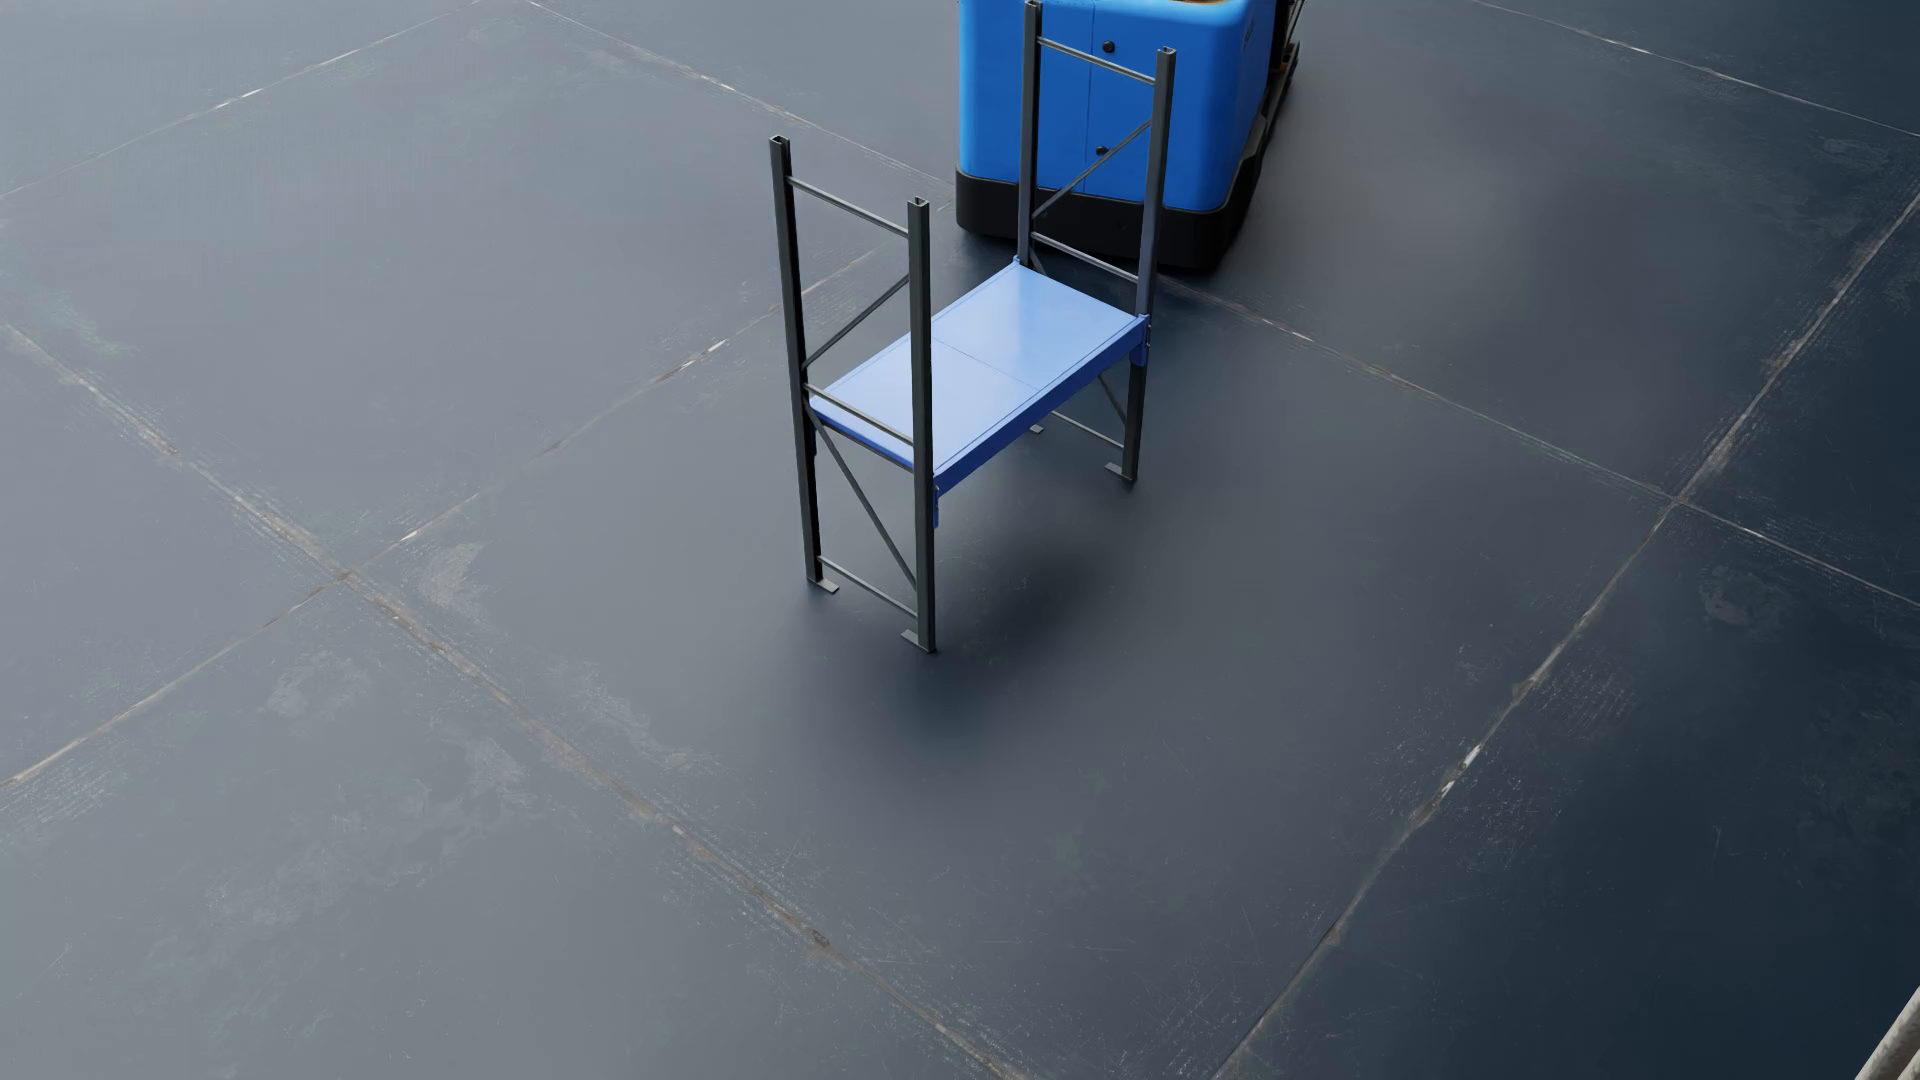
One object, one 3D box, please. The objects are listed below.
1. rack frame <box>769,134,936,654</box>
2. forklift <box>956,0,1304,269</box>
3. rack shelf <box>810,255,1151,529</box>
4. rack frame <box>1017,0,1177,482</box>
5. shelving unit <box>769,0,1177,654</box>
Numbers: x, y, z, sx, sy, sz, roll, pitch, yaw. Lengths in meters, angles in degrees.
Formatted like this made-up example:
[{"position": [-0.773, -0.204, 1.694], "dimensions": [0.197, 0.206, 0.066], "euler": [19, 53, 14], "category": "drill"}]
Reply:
[{"position": [-0.272, -0.337, 4.506], "dimensions": [0.500, 1.500, 0.032], "euler": [29, 50, 28], "category": "rack frame"}, {"position": [0.904, -3.113, 6.494], "dimensions": [1.130, 2.935, 3.031], "euler": [12, 44, 13], "category": "forklift"}, {"position": [0.055, -0.466, 4.915], "dimensions": [0.538, 0.185, 1.000], "euler": [29, 50, 28], "category": "rack shelf"}, {"position": [0.382, -0.861, 5.082], "dimensions": [0.500, 1.500, 0.032], "euler": [29, 50, 28], "category": "rack frame"}, {"position": [0.055, -0.599, 4.794], "dimensions": [0.538, 1.500, 1.048], "euler": [29, 50, 28], "category": "shelving unit"}]
